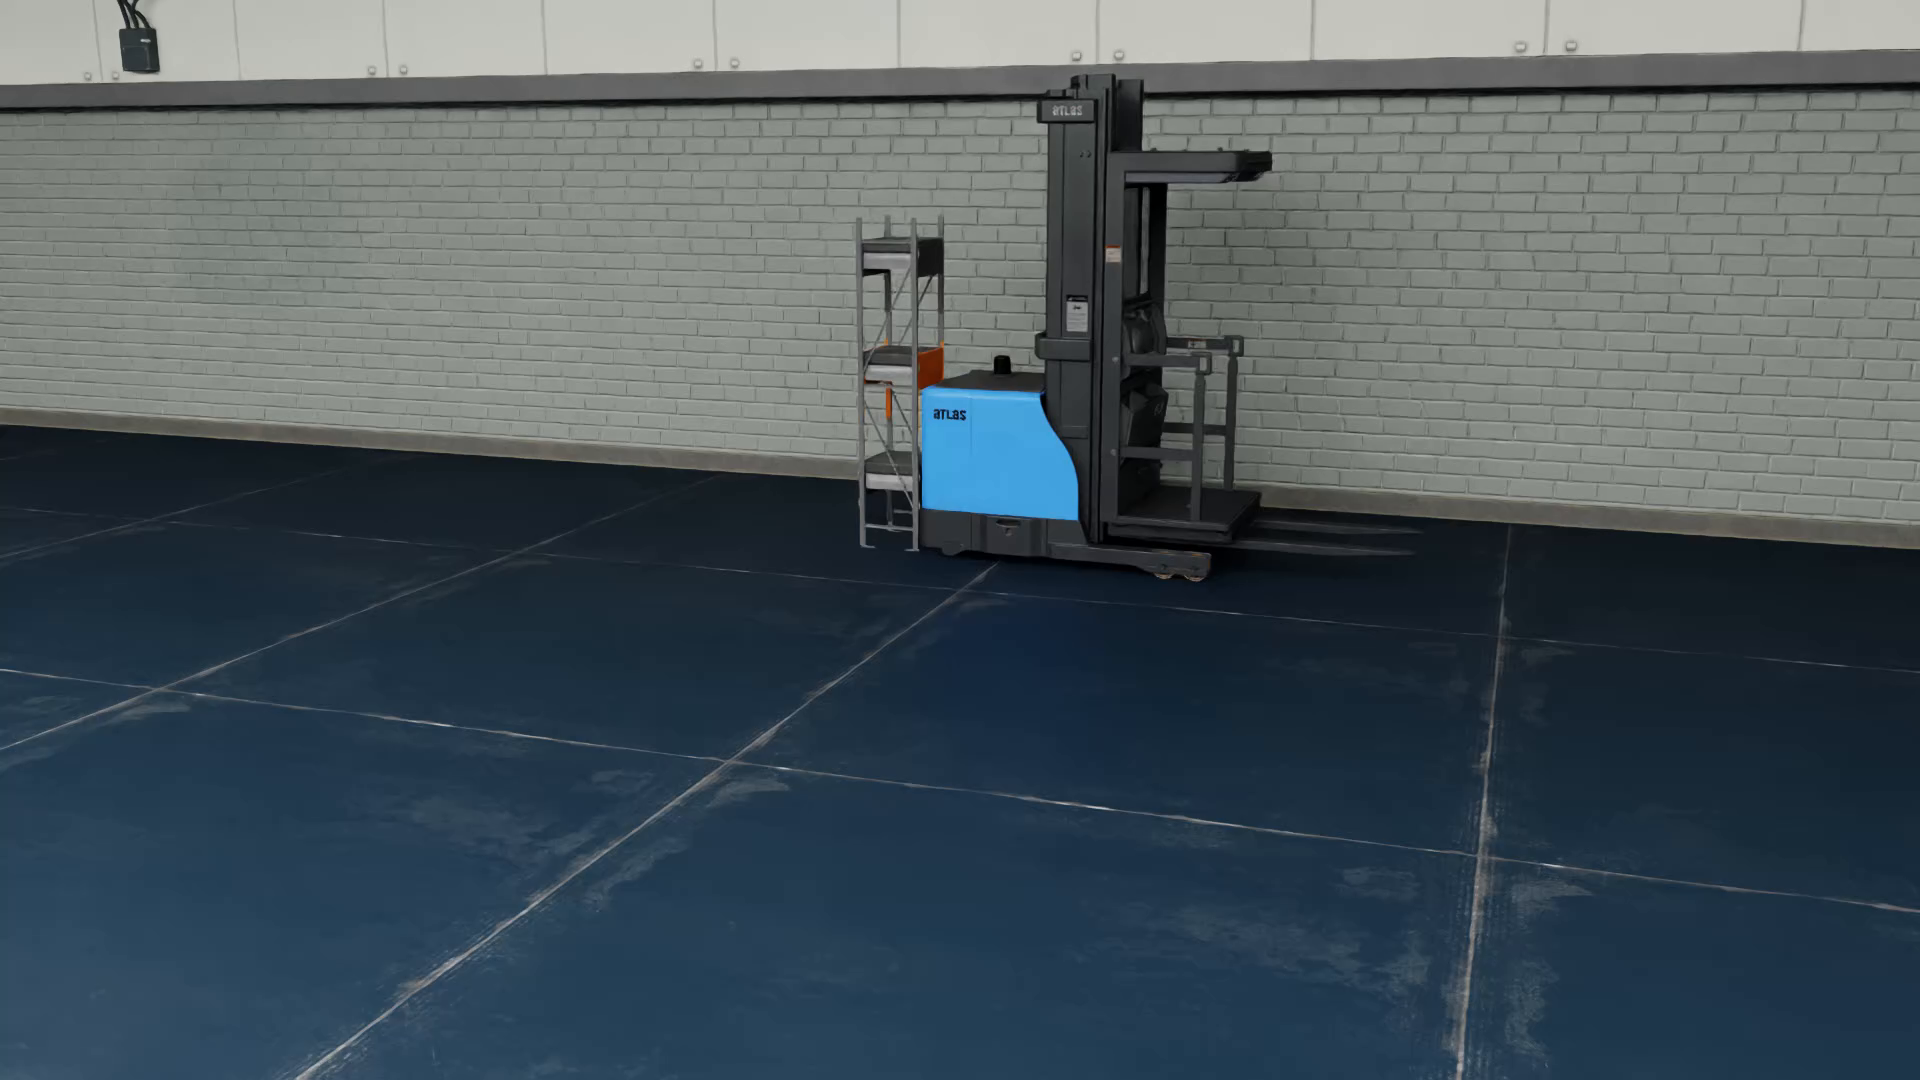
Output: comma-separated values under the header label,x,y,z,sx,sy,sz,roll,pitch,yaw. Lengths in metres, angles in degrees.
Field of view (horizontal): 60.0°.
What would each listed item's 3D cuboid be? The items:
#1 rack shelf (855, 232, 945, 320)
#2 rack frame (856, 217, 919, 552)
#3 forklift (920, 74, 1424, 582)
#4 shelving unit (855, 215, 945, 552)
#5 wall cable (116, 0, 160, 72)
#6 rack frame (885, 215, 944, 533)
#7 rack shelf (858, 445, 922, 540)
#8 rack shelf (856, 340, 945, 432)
label,x,y,z,sx,sy,sz,roll,pitch,yaw
rack shelf,-0.376,-1.684,10.564,0.431,0.518,0.480,4,14,19
rack frame,-0.456,-0.964,10.492,0.400,2.100,0.015,4,14,19
forklift,1.318,-1.315,10.161,3.031,2.935,1.130,5,14,20
shelving unit,-0.376,-1.015,10.717,0.431,2.100,0.503,4,14,19
wall cable,-6.144,-6.910,13.396,2.305,6.003,0.169,4,14,18
rack frame,-0.296,-1.066,10.941,0.400,2.100,0.015,4,14,19
rack shelf,-0.376,-0.319,10.876,0.431,0.518,0.480,4,14,19
rack shelf,-0.376,-1.002,10.720,0.431,0.518,0.480,4,14,19
